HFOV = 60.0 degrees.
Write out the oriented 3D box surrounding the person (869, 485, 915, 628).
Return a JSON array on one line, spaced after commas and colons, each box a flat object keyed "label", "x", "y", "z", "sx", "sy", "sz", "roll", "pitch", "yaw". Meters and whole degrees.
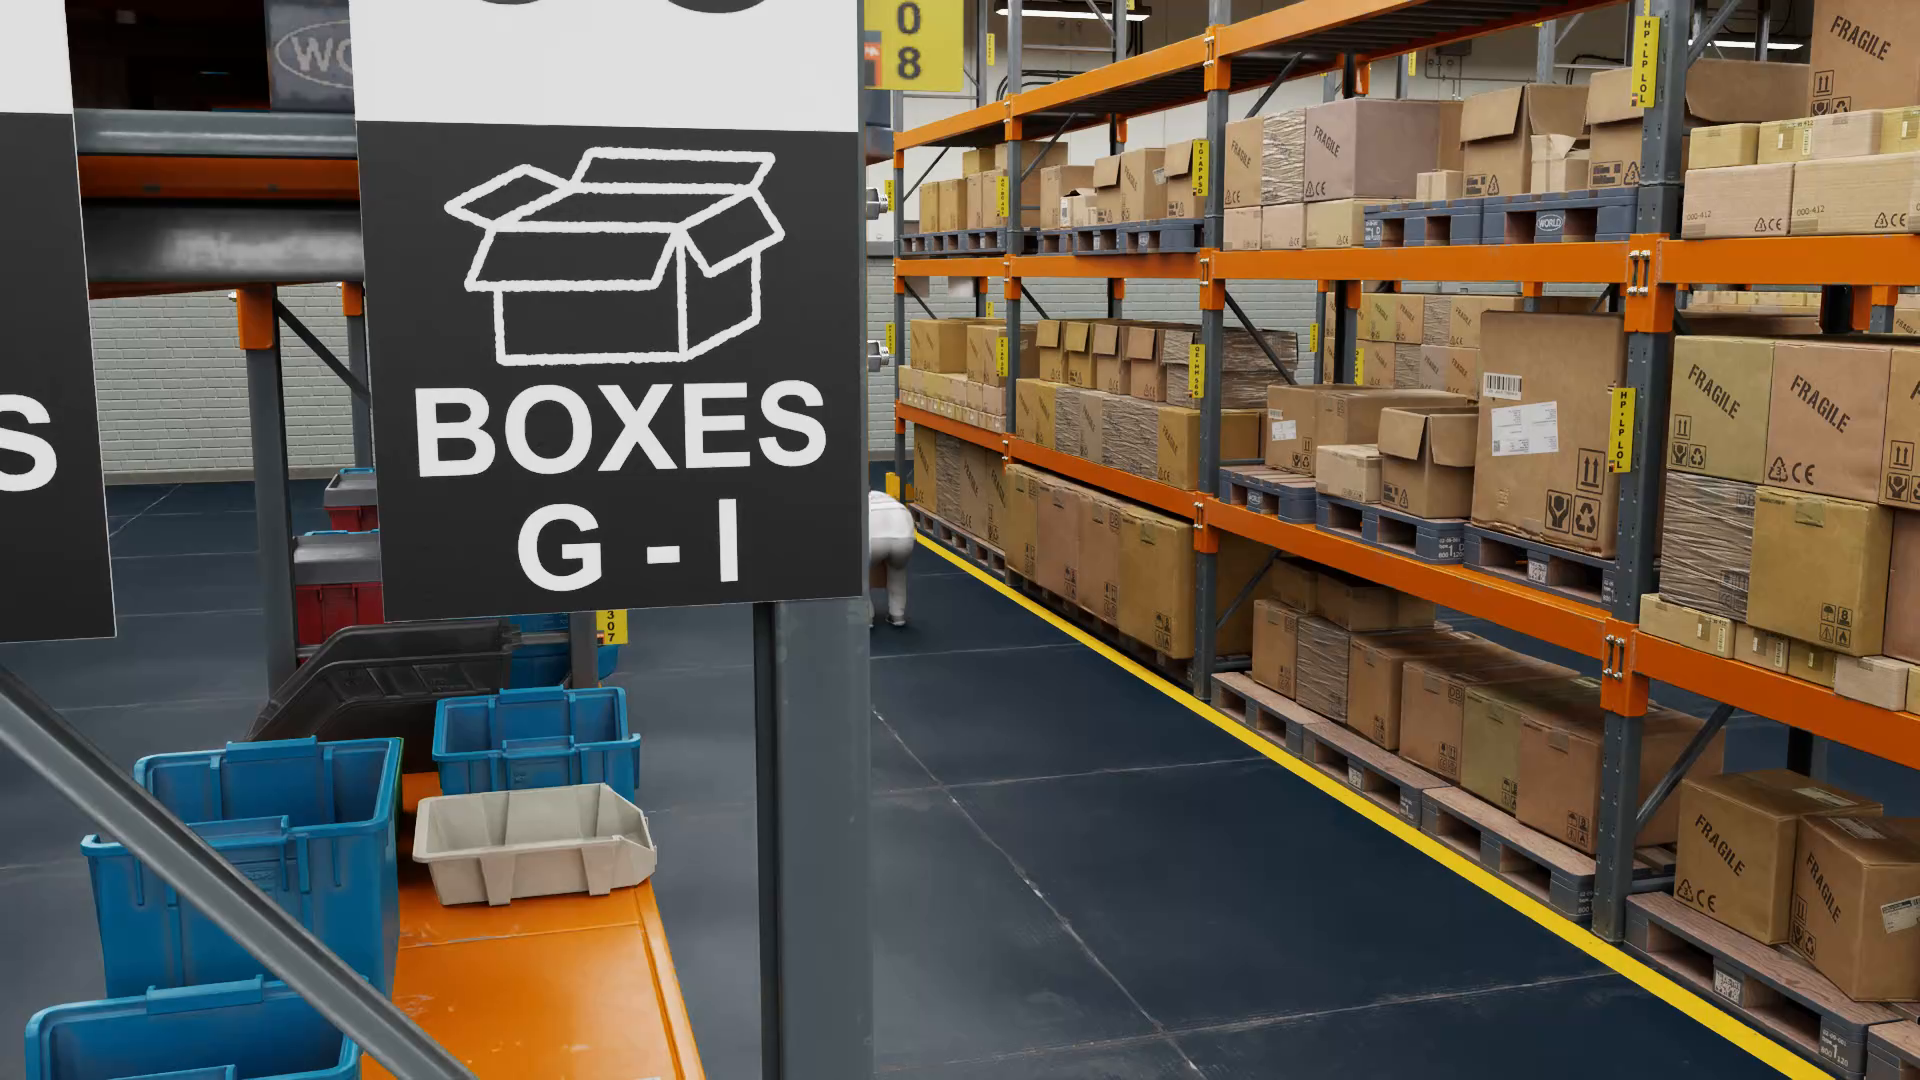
[{"label": "person", "x": -0.671, "y": 0.116, "z": 12.864, "sx": 0.534, "sy": 1.043, "sz": 1.029, "roll": -3, "pitch": 10, "yaw": -19}]
